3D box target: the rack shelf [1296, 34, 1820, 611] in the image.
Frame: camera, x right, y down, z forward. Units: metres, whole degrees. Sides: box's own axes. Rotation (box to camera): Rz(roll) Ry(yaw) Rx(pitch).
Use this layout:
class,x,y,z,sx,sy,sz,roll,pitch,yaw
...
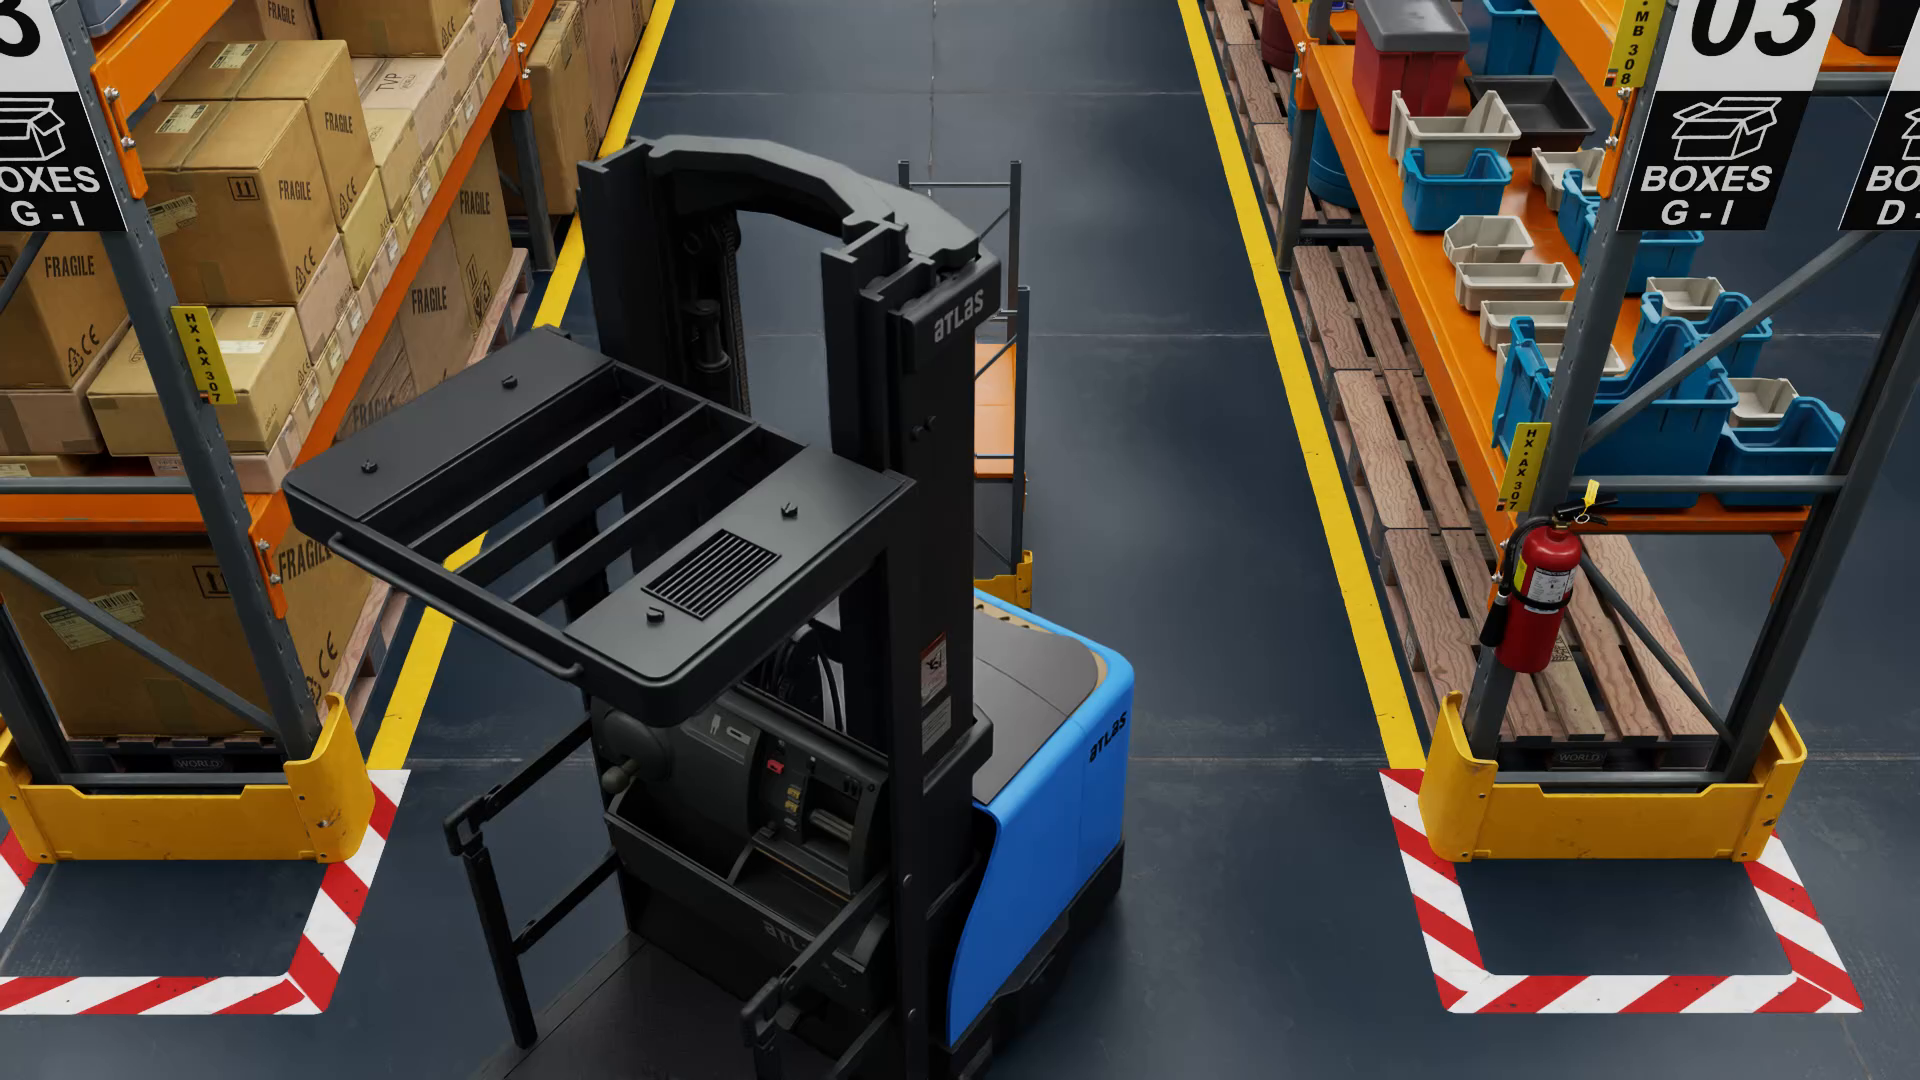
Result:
class,x,y,z,sx,sy,sz,roll,pitch,yaw
rack shelf,2.237,-1.133,6.840,1.077,0.370,4.000,0,39,0

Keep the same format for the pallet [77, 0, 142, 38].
class,x,y,z,sx,sy,sz,roll,pitch,yaw
pallet,-2.725,-1.759,4.719,1.003,0.211,1.213,0,39,0

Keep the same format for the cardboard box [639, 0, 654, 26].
class,x,y,z,sx,sy,sz,roll,pitch,yaw
cardboard box,-2.742,-4.065,11.287,1.225,0.875,0.875,-2,39,-2

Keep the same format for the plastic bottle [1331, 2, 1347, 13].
class,x,y,z,sx,sy,sz,roll,pitch,yaw
plastic bottle,1.911,-2.862,8.522,0.152,0.276,0.135,0,39,0

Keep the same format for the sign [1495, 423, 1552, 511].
class,x,y,z,sx,sy,sz,roll,pitch,yaw
sign,1.690,-0.216,4.990,0.100,0.325,0.005,0,39,0

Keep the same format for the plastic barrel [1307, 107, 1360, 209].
class,x,y,z,sx,sy,sz,roll,pitch,yaw
plastic barrel,2.252,-2.349,9.125,0.600,0.901,0.708,0,39,0

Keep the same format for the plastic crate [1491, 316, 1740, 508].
class,x,y,z,sx,sy,sz,roll,pitch,yaw
plastic crate,2.053,-0.409,5.286,0.616,0.435,0.499,0,39,0

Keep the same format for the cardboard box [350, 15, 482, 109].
class,x,y,z,sx,sy,sz,roll,pitch,yaw
cardboard box,-2.452,-2.119,7.377,0.500,0.250,0.500,1,39,1

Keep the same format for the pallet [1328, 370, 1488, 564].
class,x,y,z,sx,sy,sz,roll,pitch,yaw
pallet,2.279,-0.351,7.520,1.003,0.211,1.213,0,39,0

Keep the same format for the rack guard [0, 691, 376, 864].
class,x,y,z,sx,sy,sz,roll,pitch,yaw
rack guard,-2.713,0.831,5.813,1.175,0.500,0.348,0,39,0

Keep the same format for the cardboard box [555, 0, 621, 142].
class,x,y,z,sx,sy,sz,roll,pitch,yaw
cardboard box,-2.740,-2.954,9.901,1.225,0.875,0.875,-1,39,-2

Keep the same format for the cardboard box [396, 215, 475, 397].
class,x,y,z,sx,sy,sz,roll,pitch,yaw
cardboard box,-2.796,-1.020,7.487,0.875,0.875,0.875,0,39,0

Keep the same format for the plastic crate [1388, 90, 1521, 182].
class,x,y,z,sx,sy,sz,roll,pitch,yaw
plastic crate,2.053,-1.686,7.002,0.437,0.282,0.530,0,39,0

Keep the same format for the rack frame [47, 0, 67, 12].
class,x,y,z,sx,sy,sz,roll,pitch,yaw
rack frame,-2.713,-2.500,3.174,1.000,3.000,0.127,0,39,0

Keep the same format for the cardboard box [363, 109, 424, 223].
class,x,y,z,sx,sy,sz,roll,pitch,yaw
cardboard box,-2.454,-1.483,6.584,0.500,0.250,0.500,-1,39,-1

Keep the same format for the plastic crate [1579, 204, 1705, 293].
class,x,y,z,sx,sy,sz,roll,pitch,yaw
plastic crate,2.567,-1.099,6.308,0.416,0.233,0.300,0,39,0

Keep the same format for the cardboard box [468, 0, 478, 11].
class,x,y,z,sx,sy,sz,roll,pitch,yaw
cardboard box,-2.450,-2.723,7.532,0.500,0.500,0.500,1,39,1

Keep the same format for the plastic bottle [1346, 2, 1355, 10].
class,x,y,z,sx,sy,sz,roll,pitch,yaw
plastic bottle,2.036,-2.845,8.560,0.097,0.201,0.097,0,39,0

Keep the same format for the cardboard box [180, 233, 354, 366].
class,x,y,z,sx,sy,sz,roll,pitch,yaw
cardboard box,-2.451,-0.842,5.784,0.500,0.250,0.500,0,39,-1

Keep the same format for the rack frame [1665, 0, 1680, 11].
class,x,y,z,sx,sy,sz,roll,pitch,yaw
rack frame,2.240,-2.504,3.178,1.000,3.000,0.127,0,39,0

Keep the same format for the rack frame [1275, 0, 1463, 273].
class,x,y,z,sx,sy,sz,roll,pitch,yaw
rack frame,2.235,-2.664,8.176,1.000,3.000,0.127,0,39,0

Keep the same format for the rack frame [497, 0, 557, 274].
class,x,y,z,sx,sy,sz,roll,pitch,yaw
rack frame,-2.718,-2.661,8.171,1.000,3.000,0.127,0,39,0

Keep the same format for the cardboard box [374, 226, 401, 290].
class,x,y,z,sx,sy,sz,roll,pitch,yaw
cardboard box,-2.388,-1.087,6.409,0.380,0.149,0.250,0,39,-1

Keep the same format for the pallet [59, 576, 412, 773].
class,x,y,z,sx,sy,sz,roll,pitch,yaw
pallet,-2.792,0.429,6.546,1.003,0.211,1.213,0,39,0

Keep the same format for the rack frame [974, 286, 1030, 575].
class,x,y,z,sx,sy,sz,roll,pitch,yaw
rack frame,0.000,-0.321,6.451,0.500,1.500,0.032,0,39,0

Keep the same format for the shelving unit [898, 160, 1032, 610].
class,x,y,z,sx,sy,sz,roll,pitch,yaw
shelving unit,0.000,-0.633,6.840,0.587,1.500,1.083,0,39,0

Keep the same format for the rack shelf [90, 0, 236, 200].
class,x,y,z,sx,sy,sz,roll,pitch,yaw
rack shelf,-2.716,-2.300,5.898,1.077,0.370,4.000,0,39,0

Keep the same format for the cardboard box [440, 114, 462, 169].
class,x,y,z,sx,sy,sz,roll,pitch,yaw
cardboard box,-2.388,-1.729,7.209,0.380,0.149,0.250,1,39,1

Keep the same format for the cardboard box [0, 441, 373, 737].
class,x,y,z,sx,sy,sz,roll,pitch,yaw
cardboard box,-2.794,0.106,6.082,0.875,0.875,0.875,0,39,0

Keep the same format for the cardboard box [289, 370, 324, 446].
class,x,y,z,sx,sy,sz,roll,pitch,yaw
cardboard box,-2.385,-0.444,5.606,0.380,0.149,0.250,-1,39,-1

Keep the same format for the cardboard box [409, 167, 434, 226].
class,x,y,z,sx,sy,sz,roll,pitch,yaw
cardboard box,-2.389,-1.409,6.811,0.380,0.149,0.250,1,39,1

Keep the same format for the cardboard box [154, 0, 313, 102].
class,x,y,z,sx,sy,sz,roll,pitch,yaw
cardboard box,-2.975,-2.078,6.726,0.500,0.500,0.500,-1,39,-1

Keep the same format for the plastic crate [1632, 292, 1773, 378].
class,x,y,z,sx,sy,sz,roll,pitch,yaw
plastic crate,2.568,-0.687,5.795,0.416,0.233,0.300,0,39,0

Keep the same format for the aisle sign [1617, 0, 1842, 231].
class,x,y,z,sx,sy,sz,roll,pitch,yaw
aisle sign,1.947,-1.132,4.185,0.394,0.787,0.004,0,39,0

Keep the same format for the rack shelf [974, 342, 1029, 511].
class,x,y,z,sx,sy,sz,roll,pitch,yaw
rack shelf,0.000,-0.498,6.960,0.538,0.185,1.000,0,39,0

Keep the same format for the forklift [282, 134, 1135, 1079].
class,x,y,z,sx,sy,sz,roll,pitch,yaw
forklift,-0.708,0.640,4.107,1.130,2.935,3.031,24,44,27

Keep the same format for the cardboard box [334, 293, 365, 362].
class,x,y,z,sx,sy,sz,roll,pitch,yaw
cardboard box,-2.387,-0.767,6.009,0.380,0.149,0.250,-1,39,-1

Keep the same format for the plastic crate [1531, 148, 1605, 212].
class,x,y,z,sx,sy,sz,roll,pitch,yaw
plastic crate,2.538,-1.496,6.881,0.293,0.136,0.466,0,39,0

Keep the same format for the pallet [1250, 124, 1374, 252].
class,x,y,z,sx,sy,sz,roll,pitch,yaw
pallet,2.276,-2.059,9.650,1.003,0.211,1.213,0,39,0

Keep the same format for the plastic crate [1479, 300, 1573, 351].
class,x,y,z,sx,sy,sz,roll,pitch,yaw
plastic crate,2.072,-0.774,5.980,0.396,0.136,0.243,0,39,0

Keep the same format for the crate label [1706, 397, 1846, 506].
class,x,y,z,sx,sy,sz,roll,pitch,yaw
crate label,2.569,-0.275,5.281,0.416,0.233,0.303,0,39,0

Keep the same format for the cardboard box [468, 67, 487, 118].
class,x,y,z,sx,sy,sz,roll,pitch,yaw
cardboard box,-2.389,-2.051,7.611,0.380,0.149,0.250,-1,39,-1

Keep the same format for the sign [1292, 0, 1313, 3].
class,x,y,z,sx,sy,sz,roll,pitch,yaw
sign,1.685,-2.773,8.090,0.100,0.325,0.005,0,39,0

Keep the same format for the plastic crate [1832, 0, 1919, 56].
class,x,y,z,sx,sy,sz,roll,pitch,yaw
plastic crate,2.518,-1.523,4.458,0.497,0.269,0.590,0,39,0

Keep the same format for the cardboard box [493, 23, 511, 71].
class,x,y,z,sx,sy,sz,roll,pitch,yaw
cardboard box,-2.390,-2.372,8.012,0.380,0.149,0.250,0,39,0

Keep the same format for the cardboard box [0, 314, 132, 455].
class,x,y,z,sx,sy,sz,roll,pitch,yaw
cardboard box,-2.979,-0.520,5.382,0.500,0.250,0.500,-1,39,-1

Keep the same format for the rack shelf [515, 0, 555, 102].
class,x,y,z,sx,sy,sz,roll,pitch,yaw
rack shelf,-2.720,-3.631,9.957,1.077,0.370,4.000,0,39,0

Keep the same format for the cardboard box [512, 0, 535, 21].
class,x,y,z,sx,sy,sz,roll,pitch,yaw
cardboard box,-2.468,-2.987,8.499,0.500,0.500,0.500,0,39,0

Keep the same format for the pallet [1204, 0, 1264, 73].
class,x,y,z,sx,sy,sz,roll,pitch,yaw
pallet,2.273,-3.584,11.554,1.003,0.211,1.213,0,39,0

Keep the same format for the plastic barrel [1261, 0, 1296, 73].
class,x,y,z,sx,sy,sz,roll,pitch,yaw
plastic barrel,2.249,-3.376,10.657,0.600,0.588,0.708,0,39,0

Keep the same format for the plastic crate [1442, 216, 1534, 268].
class,x,y,z,sx,sy,sz,roll,pitch,yaw
plastic crate,2.028,-1.134,6.429,0.298,0.136,0.250,0,39,0

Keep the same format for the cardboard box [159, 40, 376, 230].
class,x,y,z,sx,sy,sz,roll,pitch,yaw
cardboard box,-2.451,-1.446,5.939,0.500,0.500,0.500,-1,39,-1
